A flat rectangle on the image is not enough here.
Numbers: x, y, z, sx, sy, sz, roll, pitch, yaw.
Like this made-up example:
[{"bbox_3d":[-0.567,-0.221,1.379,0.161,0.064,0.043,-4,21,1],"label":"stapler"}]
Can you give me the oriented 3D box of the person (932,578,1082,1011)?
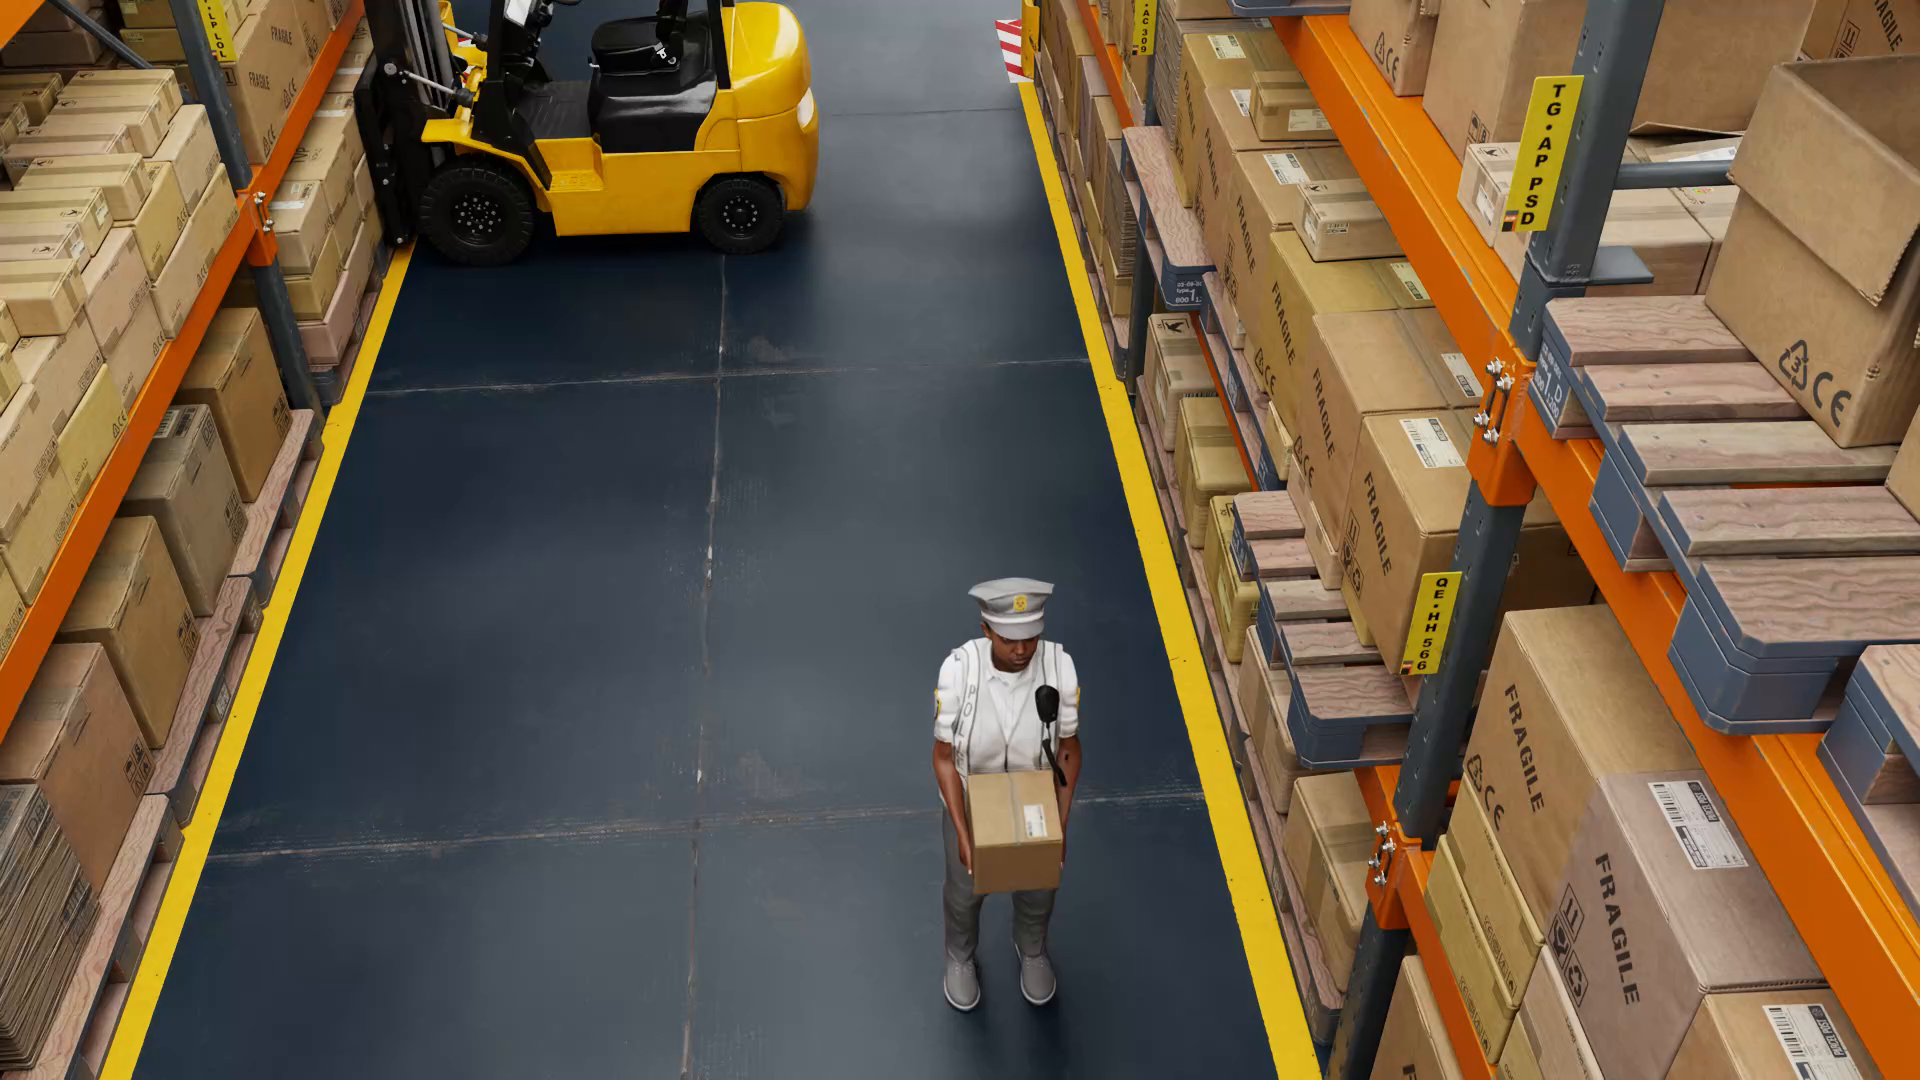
[{"bbox_3d":[0.145,0.841,5.102,0.454,1.694,0.530,-3,39,-4],"label":"person"}]
